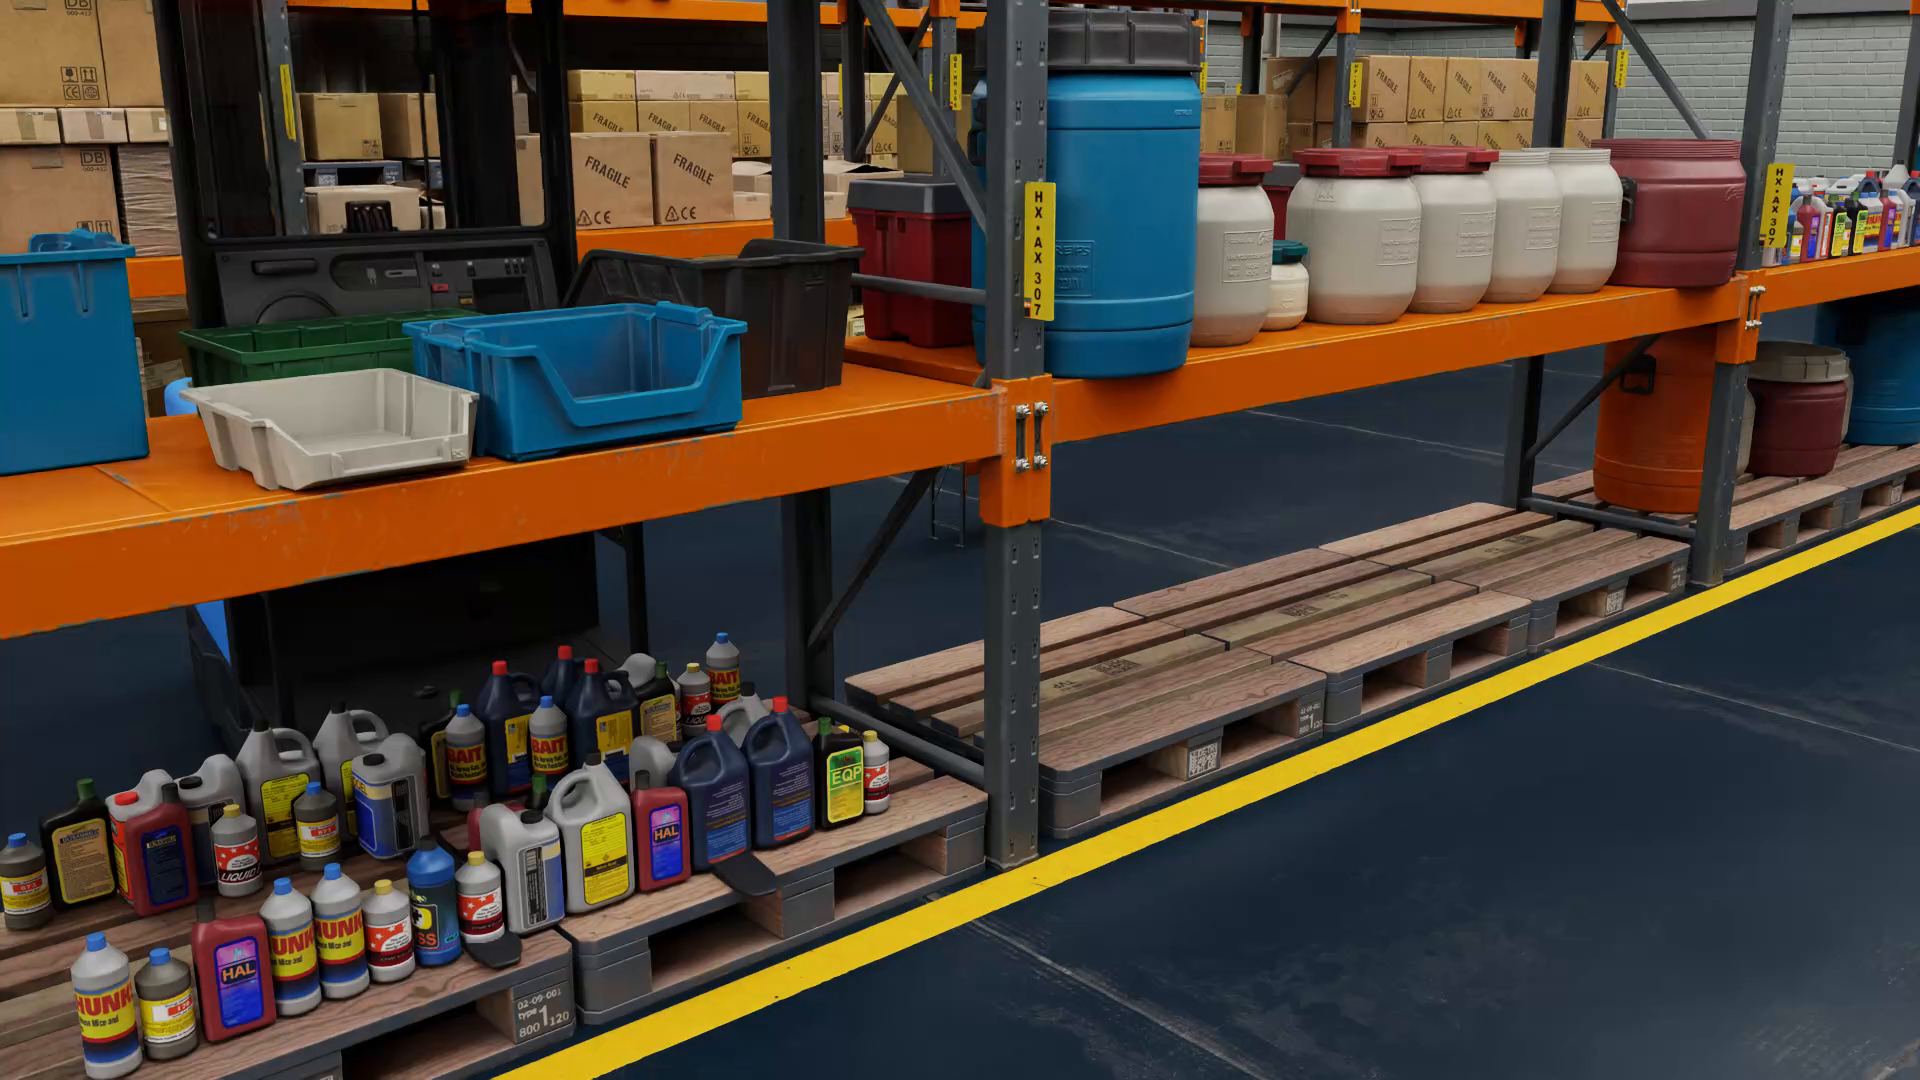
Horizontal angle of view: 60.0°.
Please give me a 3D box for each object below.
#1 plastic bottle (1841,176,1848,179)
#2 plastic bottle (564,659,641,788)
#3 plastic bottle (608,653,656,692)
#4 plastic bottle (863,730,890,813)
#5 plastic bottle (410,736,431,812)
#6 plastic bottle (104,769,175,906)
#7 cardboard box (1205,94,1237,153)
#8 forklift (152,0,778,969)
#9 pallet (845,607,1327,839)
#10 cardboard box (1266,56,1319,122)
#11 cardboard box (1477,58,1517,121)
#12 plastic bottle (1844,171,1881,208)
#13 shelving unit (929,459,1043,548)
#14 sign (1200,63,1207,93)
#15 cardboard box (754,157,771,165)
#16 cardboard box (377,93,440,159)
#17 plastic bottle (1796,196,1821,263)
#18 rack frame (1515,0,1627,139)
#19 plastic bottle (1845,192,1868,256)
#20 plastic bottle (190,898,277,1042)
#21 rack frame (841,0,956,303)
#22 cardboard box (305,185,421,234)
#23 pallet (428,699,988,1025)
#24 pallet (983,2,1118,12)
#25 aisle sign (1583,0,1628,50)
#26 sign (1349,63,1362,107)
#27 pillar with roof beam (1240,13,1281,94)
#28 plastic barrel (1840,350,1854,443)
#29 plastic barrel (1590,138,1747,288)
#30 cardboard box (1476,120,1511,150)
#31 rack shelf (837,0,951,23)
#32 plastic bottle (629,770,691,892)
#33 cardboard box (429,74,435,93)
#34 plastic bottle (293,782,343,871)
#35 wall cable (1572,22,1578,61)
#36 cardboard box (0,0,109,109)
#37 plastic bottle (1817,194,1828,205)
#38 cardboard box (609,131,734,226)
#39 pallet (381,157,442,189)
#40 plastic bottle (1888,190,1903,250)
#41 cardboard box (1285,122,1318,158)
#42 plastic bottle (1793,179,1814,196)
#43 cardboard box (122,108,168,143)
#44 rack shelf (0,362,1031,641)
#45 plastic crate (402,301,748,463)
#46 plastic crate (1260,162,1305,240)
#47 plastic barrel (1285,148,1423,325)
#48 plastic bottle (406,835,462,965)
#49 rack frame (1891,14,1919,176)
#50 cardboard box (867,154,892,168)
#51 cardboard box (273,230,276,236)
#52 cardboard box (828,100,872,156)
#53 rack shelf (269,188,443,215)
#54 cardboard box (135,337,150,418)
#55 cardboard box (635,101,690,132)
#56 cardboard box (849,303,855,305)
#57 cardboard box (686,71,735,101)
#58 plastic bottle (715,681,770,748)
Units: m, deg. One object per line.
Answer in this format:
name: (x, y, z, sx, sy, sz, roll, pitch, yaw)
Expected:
plastic bottle: (4.893, -1.882, 9.233, 0.097, 0.271, 0.097, 0, 15, 0)
plastic bottle: (-0.948, 0.482, 4.415, 0.185, 0.351, 0.144, -13, 19, -39)
plastic bottle: (-0.916, 0.463, 4.631, 0.135, 0.276, 0.152, -12, 19, -37)
plastic bottle: (-0.231, 0.592, 4.291, 0.097, 0.201, 0.097, 0, 15, 0)
plastic bottle: (-1.414, 0.601, 4.257, 0.097, 0.201, 0.097, 0, 15, 0)
plastic bottle: (-1.873, 0.678, 3.826, 0.135, 0.276, 0.152, -12, 19, -39)
cardboard box: (1.643, -3.075, 12.443, 0.500, 0.500, 0.700, -9, 17, -31)
forklift: (-1.505, -0.676, 4.600, 1.130, 2.935, 3.031, -9, 17, -31)
pallet: (0.405, 0.537, 5.330, 1.213, 0.211, 1.003, -13, 19, -39)
cardboard box: (2.836, -3.657, 13.498, 0.500, 0.500, 0.500, -13, 19, -39)
cardboard box: (4.331, -3.808, 14.063, 0.500, 0.500, 0.500, -12, 19, -38)
plastic bottle: (4.362, -1.602, 8.030, 0.185, 0.351, 0.144, -13, 19, -39)
shelving unit: (0.125, -0.608, 7.700, 0.503, 1.200, 0.258, -13, 19, -39)
sign: (2.733, -5.197, 18.691, 0.005, 0.325, 0.100, -13, 19, -39)
cardboard box: (-1.894, -3.480, 15.413, 0.250, 0.149, 0.380, -12, 19, -38)
cardboard box: (-4.399, -3.355, 13.452, 0.700, 0.500, 0.500, 14, 20, 42)
plastic bottle: (3.672, -1.348, 7.210, 0.133, 0.283, 0.061, -13, 19, -39)
rack frame: (5.642, -3.667, 15.667, 0.127, 3.000, 1.000, -13, 19, -39)
plastic bottle: (4.049, -1.432, 7.526, 0.133, 0.283, 0.061, -13, 19, -39)
plastic bottle: (-1.424, 0.827, 3.254, 0.133, 0.283, 0.061, -12, 19, -38)
rack frame: (-0.393, -2.312, 10.593, 0.127, 3.000, 1.000, -13, 19, -39)
cardboard box: (-3.068, -1.654, 8.420, 0.500, 0.250, 0.500, -11, 19, -36)
pallet: (-0.696, 0.783, 4.408, 1.213, 0.211, 1.003, -13, 19, -39)
pallet: (0.914, -5.702, 17.643, 1.213, 0.211, 1.003, -13, 19, -39)
aisle sign: (5.895, -4.875, 15.152, 0.004, 0.787, 0.394, -13, 19, -39)
sign: (2.992, -3.442, 12.579, 0.005, 0.325, 0.100, -13, 19, -39)
pillar with roof beam: (6.683, -7.317, 17.706, 0.400, 9.000, 9.100, -13, 19, -39)
plastic barrel: (4.433, -0.739, 8.710, 0.421, 0.512, 0.421, 0, 15, 0)
plastic barrel: (2.705, -1.275, 6.448, 0.708, 0.536, 0.600, -13, 19, -39)
cardboard box: (4.334, -3.329, 14.208, 0.500, 0.500, 0.500, -13, 20, -40)
rack shelf: (-1.902, -3.075, 9.031, 4.000, 0.370, 1.077, -13, 19, -39)
plastic bottle: (-0.699, 0.664, 3.864, 0.133, 0.283, 0.061, -11, 19, -36)
cardboard box: (-4.121, -3.728, 13.593, 0.380, 0.149, 0.250, 12, 19, 38)
plastic bottle: (-1.534, 0.677, 3.971, 0.097, 0.201, 0.097, 0, 15, 0)
wall cable: (6.889, -6.918, 22.228, 0.112, 2.526, 3.097, -13, 19, -39)
cardboard box: (-4.121, -2.147, 7.269, 0.500, 0.500, 0.700, -13, 20, -39)
plastic bottle: (4.497, -1.707, 8.714, 0.097, 0.201, 0.097, 0, 15, 0)
cardboard box: (-1.648, -2.073, 9.504, 0.500, 0.500, 0.500, -14, 20, -42)
pallet: (-4.115, -3.042, 13.697, 1.003, 0.211, 1.213, -13, 19, -39)
plastic bottle: (4.371, -1.505, 7.822, 0.097, 0.271, 0.097, 0, 15, 0)
cardboard box: (2.833, -3.173, 13.621, 0.500, 0.500, 0.500, -12, 19, -38)
plastic bottle: (4.401, -1.764, 8.783, 0.135, 0.276, 0.152, -13, 19, -39)
cardboard box: (-3.663, -1.867, 7.476, 0.250, 0.149, 0.380, -13, 20, -41)
rack shelf: (-1.670, 0.017, 3.268, 4.000, 0.370, 1.077, -13, 19, -39)
plastic crate: (-0.818, -0.357, 3.563, 0.616, 0.251, 0.499, -13, 19, -39)
plastic crate: (1.436, -1.164, 6.171, 0.583, 0.464, 0.402, -13, 19, -39)
plastic barrel: (1.257, -0.979, 5.339, 0.433, 0.535, 0.433, 0, 15, 0)
plastic bottle: (-1.120, 0.758, 3.535, 0.097, 0.271, 0.097, 0, 15, 0)
rack frame: (5.873, -2.025, 9.518, 0.127, 3.000, 1.000, -13, 19, -39)
cardboard box: (-0.874, -3.682, 16.170, 0.250, 0.149, 0.380, -12, 19, -38)
cardboard box: (-5.401, -2.257, 12.927, 0.500, 0.250, 0.500, -13, 20, -41)
cardboard box: (-1.191, -3.940, 15.877, 0.500, 0.500, 0.500, -12, 19, -39)
rack shelf: (-5.156, -2.589, 13.026, 4.000, 0.370, 1.077, -13, 19, -39)
cardboard box: (-4.002, -0.668, 7.498, 0.500, 0.500, 0.500, -13, 19, -39)
cardboard box: (-2.712, -3.597, 14.594, 0.500, 0.500, 0.500, -12, 19, -38)
cardboard box: (-0.981, -1.426, 10.704, 0.500, 0.311, 0.500, -12, 19, -38)
cardboard box: (-2.356, -4.043, 14.812, 0.500, 0.250, 0.500, -12, 19, -39)
plastic bottle: (-0.553, 0.535, 4.216, 0.185, 0.351, 0.144, -13, 19, -39)
